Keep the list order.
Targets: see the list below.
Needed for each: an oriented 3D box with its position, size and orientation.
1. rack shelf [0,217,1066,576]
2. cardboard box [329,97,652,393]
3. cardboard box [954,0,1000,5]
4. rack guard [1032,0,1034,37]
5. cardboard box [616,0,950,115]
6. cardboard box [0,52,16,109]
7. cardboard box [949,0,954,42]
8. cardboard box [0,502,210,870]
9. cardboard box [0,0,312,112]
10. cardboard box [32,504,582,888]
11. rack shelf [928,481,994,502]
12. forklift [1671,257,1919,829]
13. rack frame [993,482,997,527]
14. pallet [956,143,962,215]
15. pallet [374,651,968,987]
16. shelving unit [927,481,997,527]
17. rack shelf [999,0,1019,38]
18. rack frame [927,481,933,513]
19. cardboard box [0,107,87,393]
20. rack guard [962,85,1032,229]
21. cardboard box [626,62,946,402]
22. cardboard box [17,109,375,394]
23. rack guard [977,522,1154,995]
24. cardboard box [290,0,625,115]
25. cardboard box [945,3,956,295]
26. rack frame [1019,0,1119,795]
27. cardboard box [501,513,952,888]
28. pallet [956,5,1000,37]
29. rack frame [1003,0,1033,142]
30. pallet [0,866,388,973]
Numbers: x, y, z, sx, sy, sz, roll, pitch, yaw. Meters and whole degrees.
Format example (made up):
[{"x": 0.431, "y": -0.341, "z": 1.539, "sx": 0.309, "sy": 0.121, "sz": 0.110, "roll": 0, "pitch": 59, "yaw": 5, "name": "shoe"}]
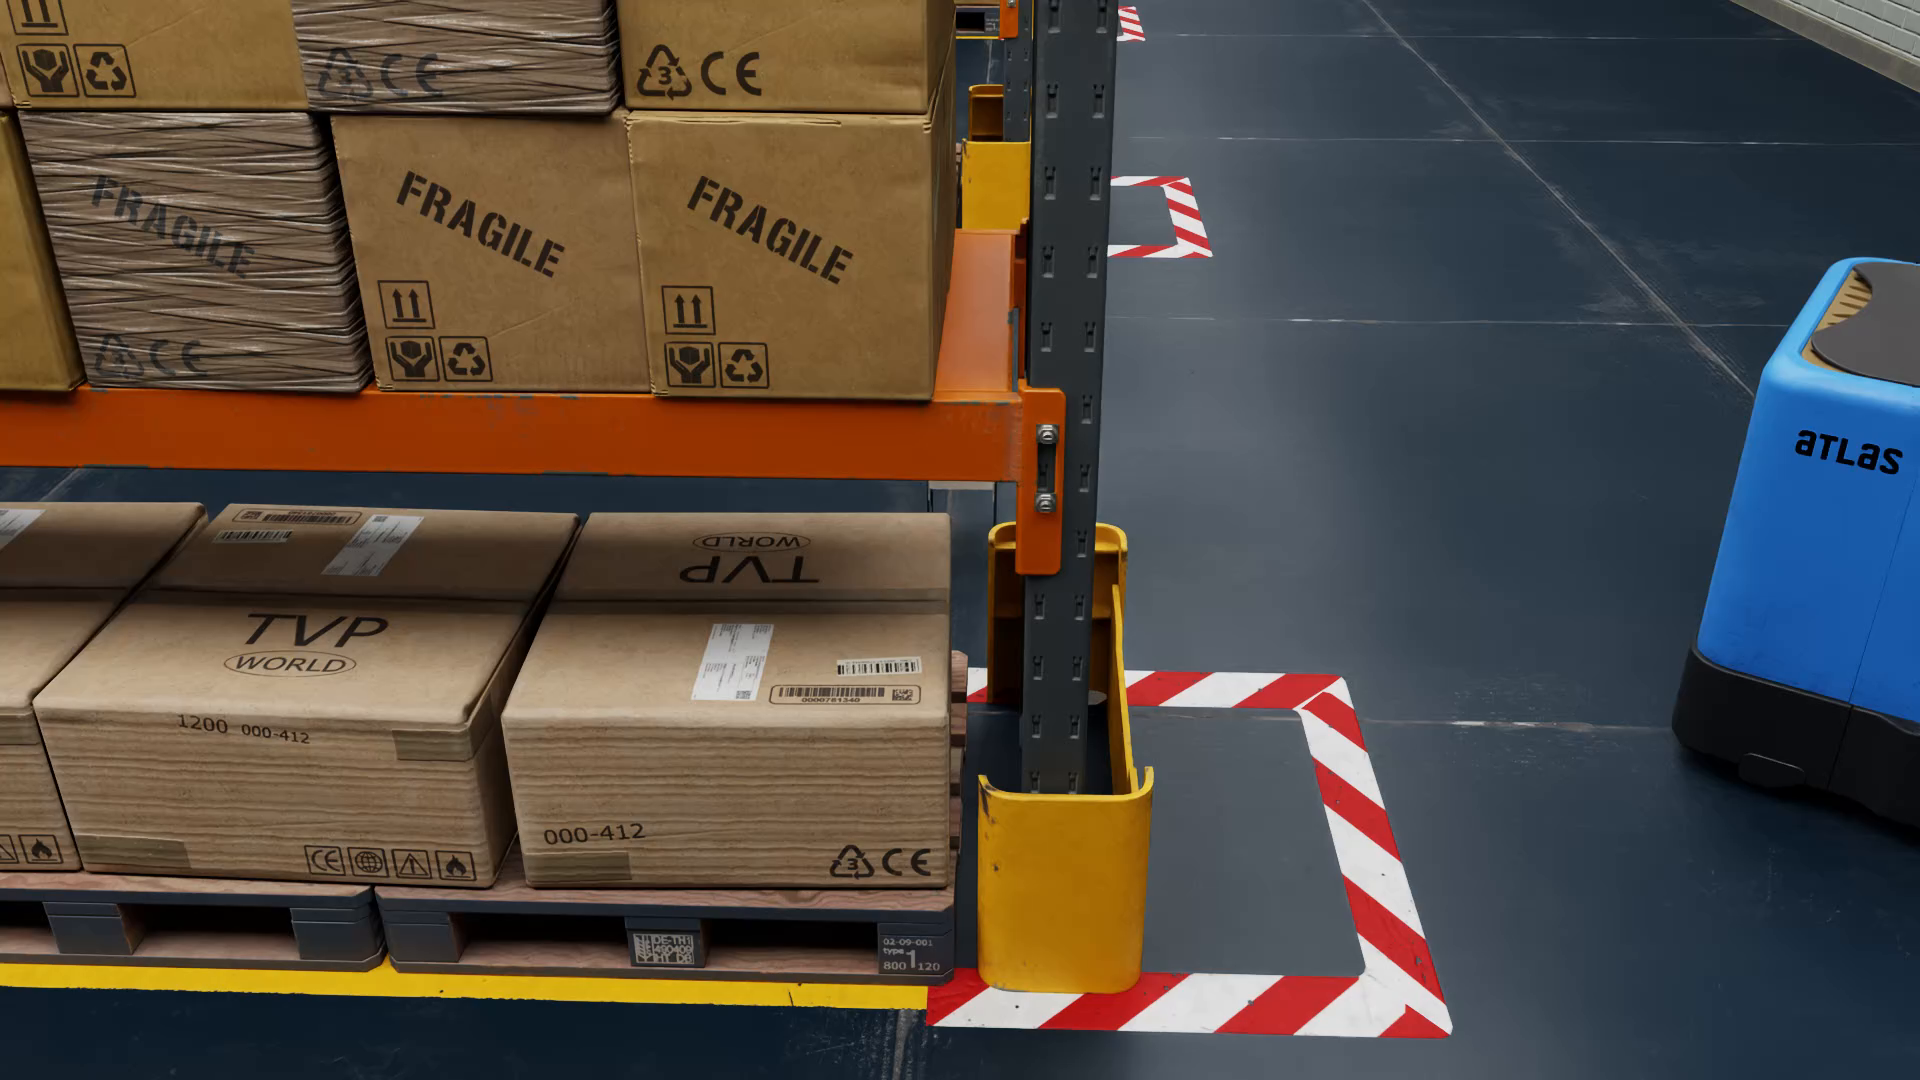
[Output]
[{"x": -1.794, "y": -0.370, "z": 3.514, "sx": 4.000, "sy": 0.370, "sz": 1.077, "roll": 1, "pitch": 28, "yaw": 2, "name": "rack shelf"}, {"x": -0.788, "y": -0.599, "z": 3.070, "sx": 0.500, "sy": 0.500, "sz": 0.500, "roll": 0, "pitch": 28, "yaw": 1, "name": "cardboard box"}, {"x": -0.088, "y": -4.514, "z": 12.382, "sx": 0.875, "sy": 0.875, "sz": 0.875, "roll": 1, "pitch": 28, "yaw": 2, "name": "cardboard box"}, {"x": 0.578, "y": -4.189, "z": 12.618, "sx": 0.348, "sy": 0.500, "sz": 1.175, "roll": 1, "pitch": 28, "yaw": 2, "name": "rack guard"}, {"x": -0.286, "y": -1.038, "z": 2.830, "sx": 0.500, "sy": 0.500, "sz": 0.500, "roll": 2, "pitch": 28, "yaw": 3, "name": "cardboard box"}, {"x": -1.806, "y": -1.051, "z": 2.856, "sx": 0.500, "sy": 0.500, "sz": 0.500, "roll": 1, "pitch": 28, "yaw": 1, "name": "cardboard box"}, {"x": -0.265, "y": -1.282, "z": 3.292, "sx": 0.500, "sy": 0.500, "sz": 0.500, "roll": 0, "pitch": 28, "yaw": 1, "name": "cardboard box"}, {"x": -2.275, "y": 0.300, "z": 3.768, "sx": 0.875, "sy": 0.438, "sz": 0.875, "roll": 0, "pitch": 28, "yaw": 0, "name": "cardboard box"}, {"x": -1.303, "y": -1.042, "z": 2.839, "sx": 0.500, "sy": 0.500, "sz": 0.500, "roll": 1, "pitch": 28, "yaw": 2, "name": "cardboard box"}, {"x": -1.374, "y": 0.316, "z": 3.738, "sx": 0.875, "sy": 0.438, "sz": 0.875, "roll": 2, "pitch": 28, "yaw": 3, "name": "cardboard box"}, {"x": 0.008, "y": -0.209, "z": 5.139, "sx": 0.200, "sy": 0.077, "sz": 0.258, "roll": 1, "pitch": 28, "yaw": 2, "name": "rack shelf"}, {"x": 3.302, "y": -0.539, "z": 3.138, "sx": 3.031, "sy": 2.935, "sz": 1.130, "roll": 17, "pitch": 33, "yaw": 30, "name": "forklift"}, {"x": 0.110, "y": -0.396, "z": 5.036, "sx": 0.006, "sy": 0.900, "sz": 0.240, "roll": 1, "pitch": 28, "yaw": 2, "name": "rack frame"}, {"x": -0.609, "y": -1.773, "z": 8.369, "sx": 1.213, "sy": 0.211, "sz": 1.003, "roll": 1, "pitch": 28, "yaw": 2, "name": "pallet"}, {"x": -0.598, "y": 0.600, "z": 3.892, "sx": 1.213, "sy": 0.211, "sz": 1.003, "roll": 1, "pitch": 28, "yaw": 2, "name": "pallet"}, {"x": 0.008, "y": -0.397, "z": 5.039, "sx": 0.210, "sy": 0.900, "sz": 0.258, "roll": 1, "pitch": 28, "yaw": 2, "name": "shelving unit"}, {"x": -1.721, "y": -2.689, "z": 7.888, "sx": 4.000, "sy": 0.370, "sz": 1.077, "roll": 1, "pitch": 28, "yaw": 2, "name": "rack shelf"}, {"x": -0.093, "y": -0.399, "z": 5.042, "sx": 0.006, "sy": 0.900, "sz": 0.240, "roll": 1, "pitch": 28, "yaw": 2, "name": "rack frame"}, {"x": -1.819, "y": -0.605, "z": 3.082, "sx": 0.500, "sy": 0.500, "sz": 0.500, "roll": 2, "pitch": 28, "yaw": 3, "name": "cardboard box"}, {"x": 0.202, "y": -1.871, "z": 8.245, "sx": 0.348, "sy": 0.500, "sz": 1.175, "roll": 1, "pitch": 28, "yaw": 2, "name": "rack guard"}, {"x": -0.287, "y": -0.583, "z": 3.041, "sx": 0.500, "sy": 0.500, "sz": 0.500, "roll": 1, "pitch": 28, "yaw": 2, "name": "cardboard box"}, {"x": -1.303, "y": -0.603, "z": 3.078, "sx": 0.500, "sy": 0.500, "sz": 0.500, "roll": 2, "pitch": 28, "yaw": 3, "name": "cardboard box"}, {"x": 0.228, "y": 0.450, "z": 3.868, "sx": 0.348, "sy": 0.500, "sz": 1.175, "roll": 1, "pitch": 28, "yaw": 2, "name": "rack guard"}, {"x": -0.809, "y": -1.033, "z": 2.821, "sx": 0.500, "sy": 0.500, "sz": 0.500, "roll": 1, "pitch": 28, "yaw": 2, "name": "cardboard box"}, {"x": -0.265, "y": -0.842, "z": 3.528, "sx": 0.500, "sy": 0.500, "sz": 0.500, "roll": 1, "pitch": 28, "yaw": 1, "name": "cardboard box"}, {"x": 0.204, "y": -0.655, "z": 3.283, "sx": 0.127, "sy": 3.000, "sz": 1.000, "roll": 1, "pitch": 28, "yaw": 2, "name": "rack frame"}, {"x": -0.459, "y": 0.327, "z": 3.717, "sx": 0.875, "sy": 0.438, "sz": 0.875, "roll": 0, "pitch": 28, "yaw": 0, "name": "cardboard box"}, {"x": -0.248, "y": -4.038, "z": 12.643, "sx": 1.213, "sy": 0.211, "sz": 1.003, "roll": 1, "pitch": 28, "yaw": 2, "name": "pallet"}, {"x": 0.278, "y": -2.974, "z": 7.657, "sx": 0.127, "sy": 3.000, "sz": 1.000, "roll": 1, "pitch": 28, "yaw": 2, "name": "rack frame"}, {"x": -1.814, "y": 0.579, "z": 3.933, "sx": 1.213, "sy": 0.211, "sz": 1.003, "roll": 1, "pitch": 28, "yaw": 2, "name": "pallet"}]
